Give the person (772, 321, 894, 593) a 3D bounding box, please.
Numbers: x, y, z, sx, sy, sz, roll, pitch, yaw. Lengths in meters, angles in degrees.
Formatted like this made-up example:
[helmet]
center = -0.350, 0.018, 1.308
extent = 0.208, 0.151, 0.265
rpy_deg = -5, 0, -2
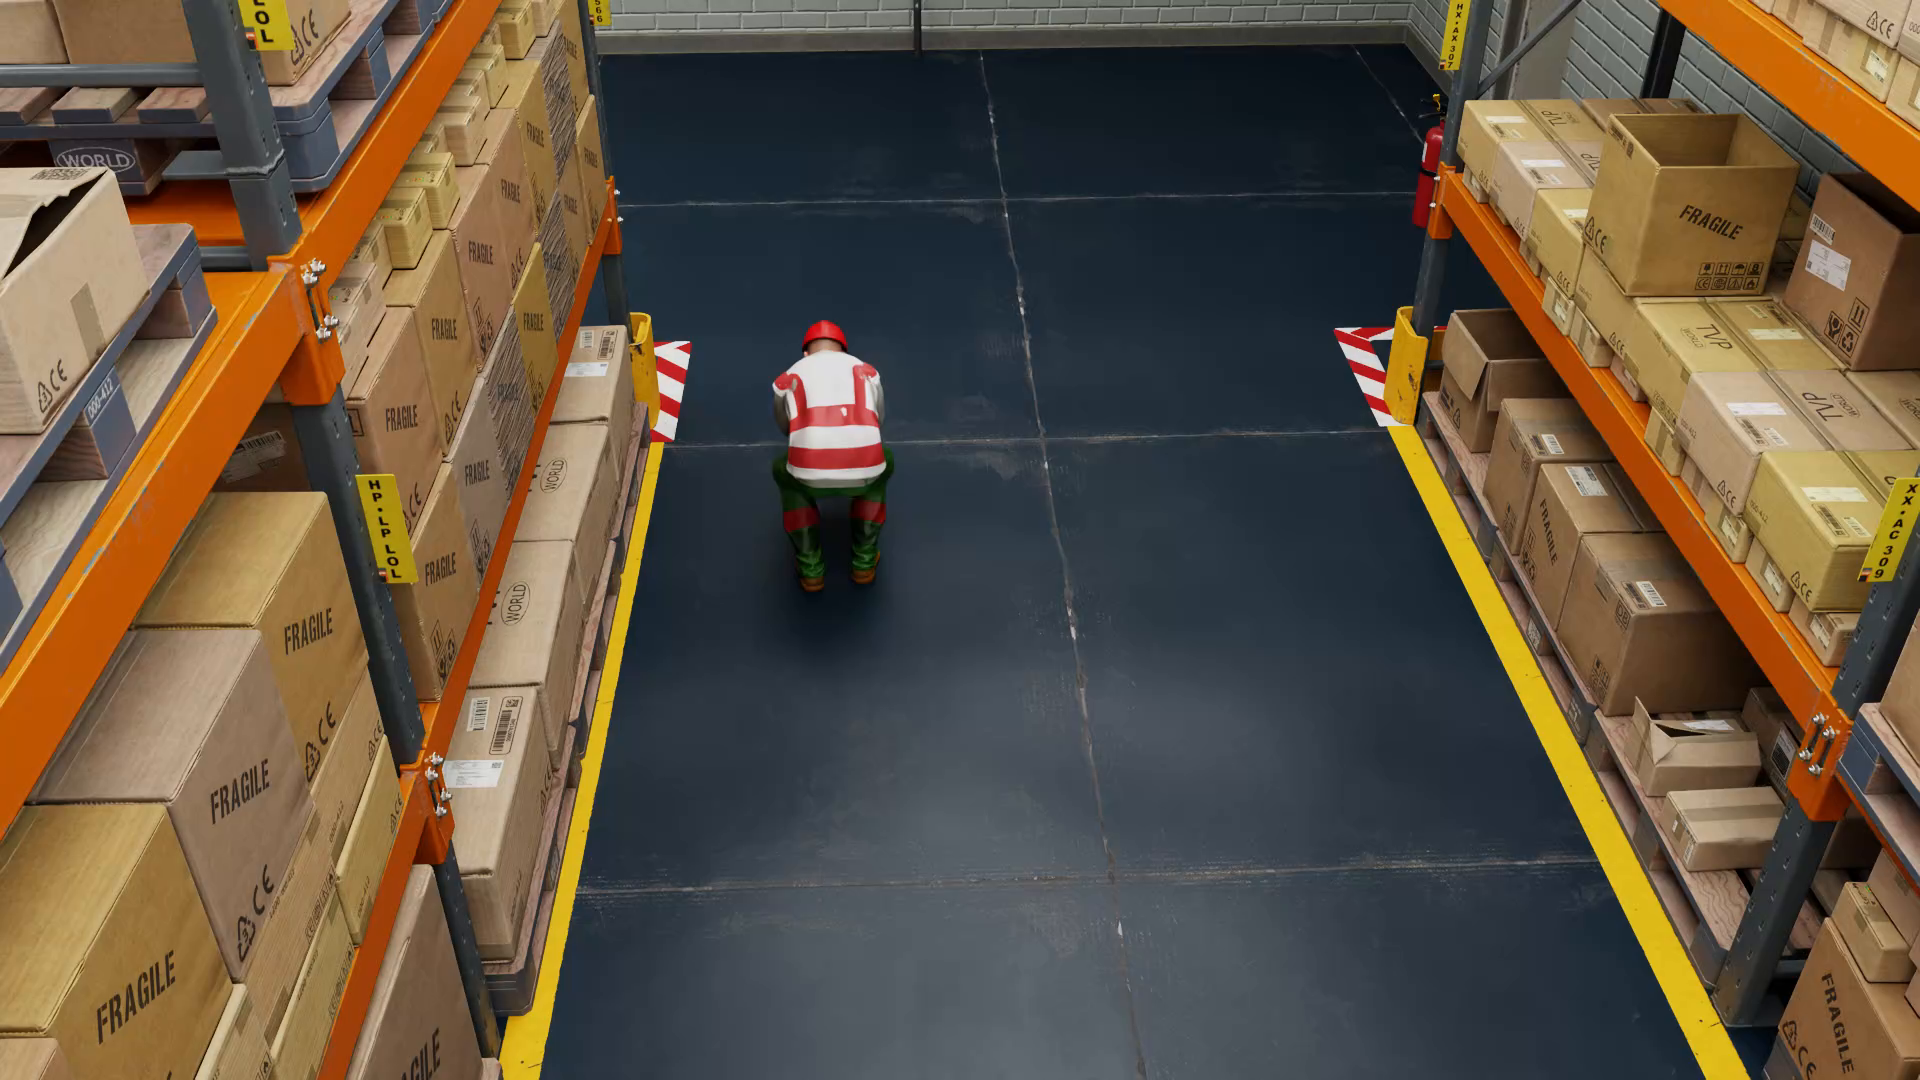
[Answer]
[person]
center = -0.559, -0.343, 7.313
extent = 0.530, 0.990, 0.953
rpy_deg = -3, 35, -4
